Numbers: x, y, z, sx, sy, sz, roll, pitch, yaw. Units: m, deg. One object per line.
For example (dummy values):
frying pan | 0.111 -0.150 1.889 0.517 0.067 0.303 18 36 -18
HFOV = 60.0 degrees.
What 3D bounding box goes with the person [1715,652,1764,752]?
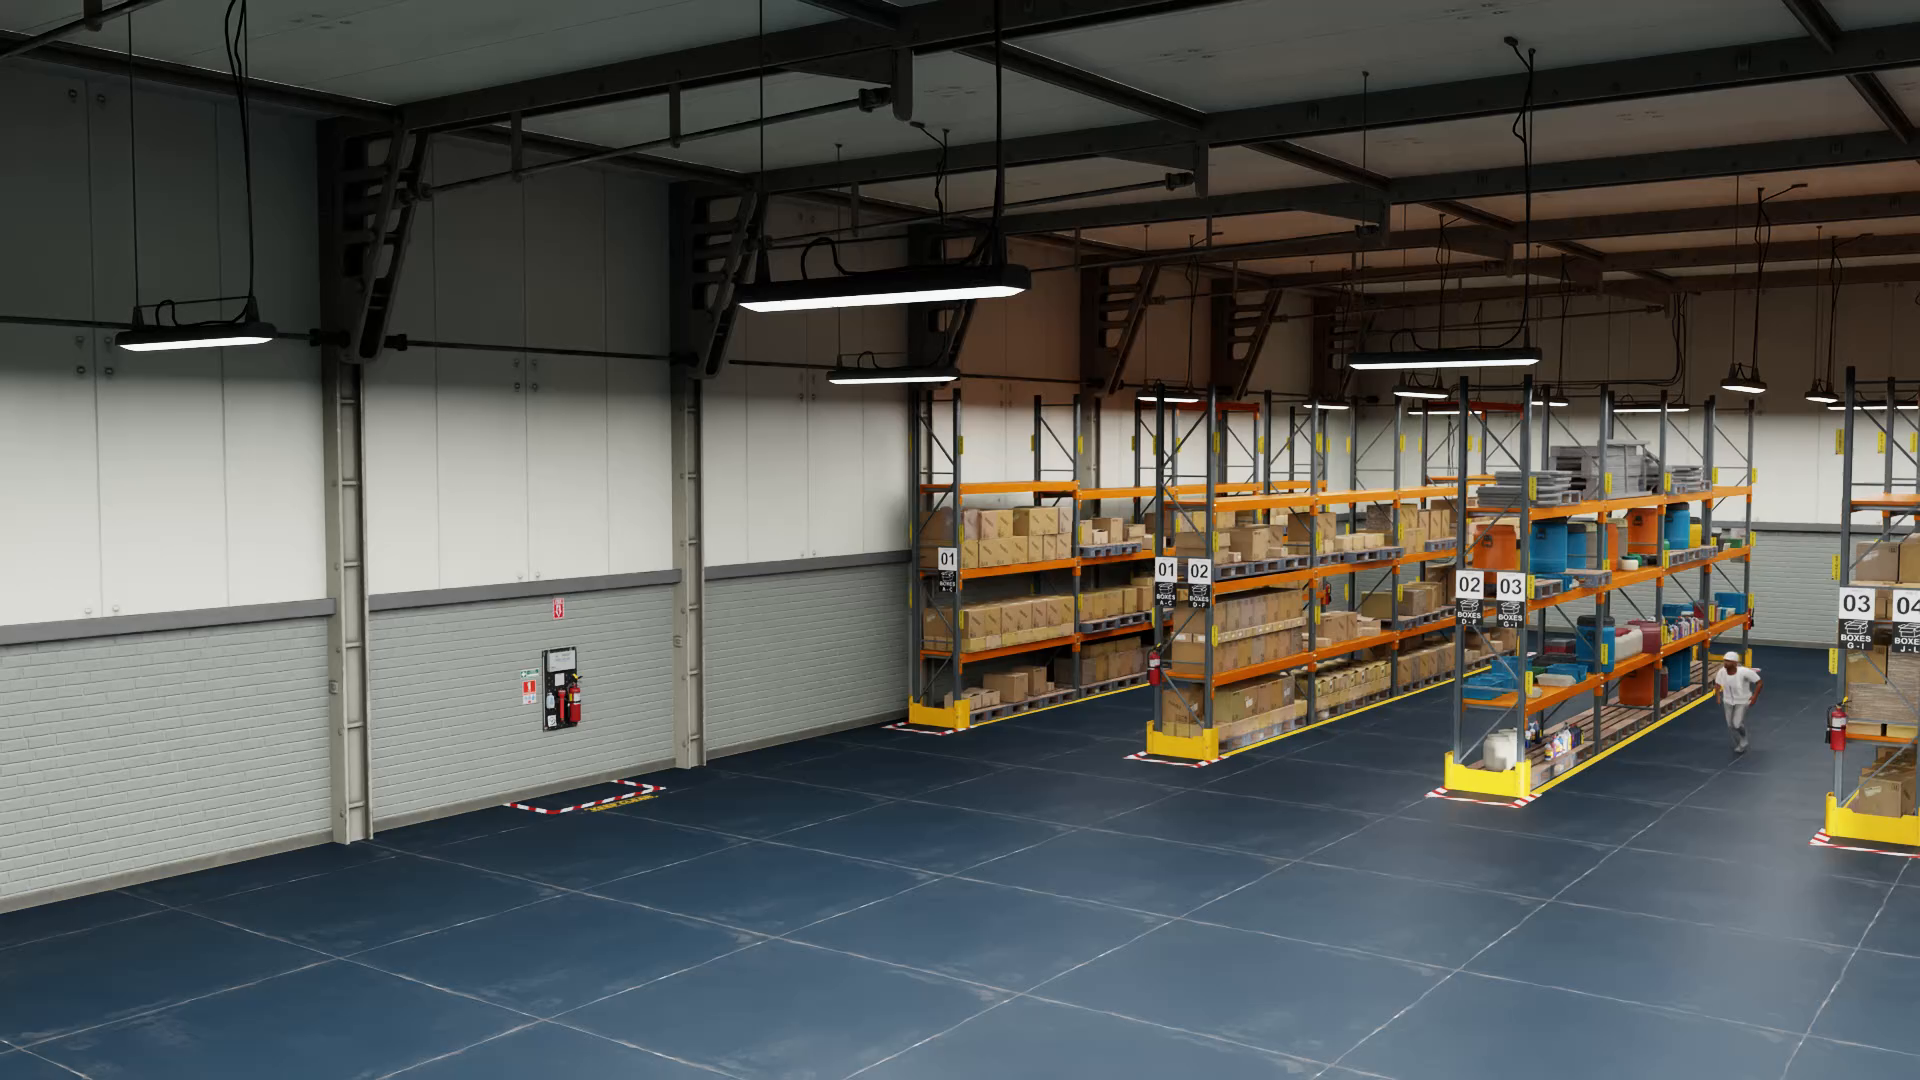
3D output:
person | 12.636 2.631 26.977 0.687 1.666 0.754 -3 4 -43
